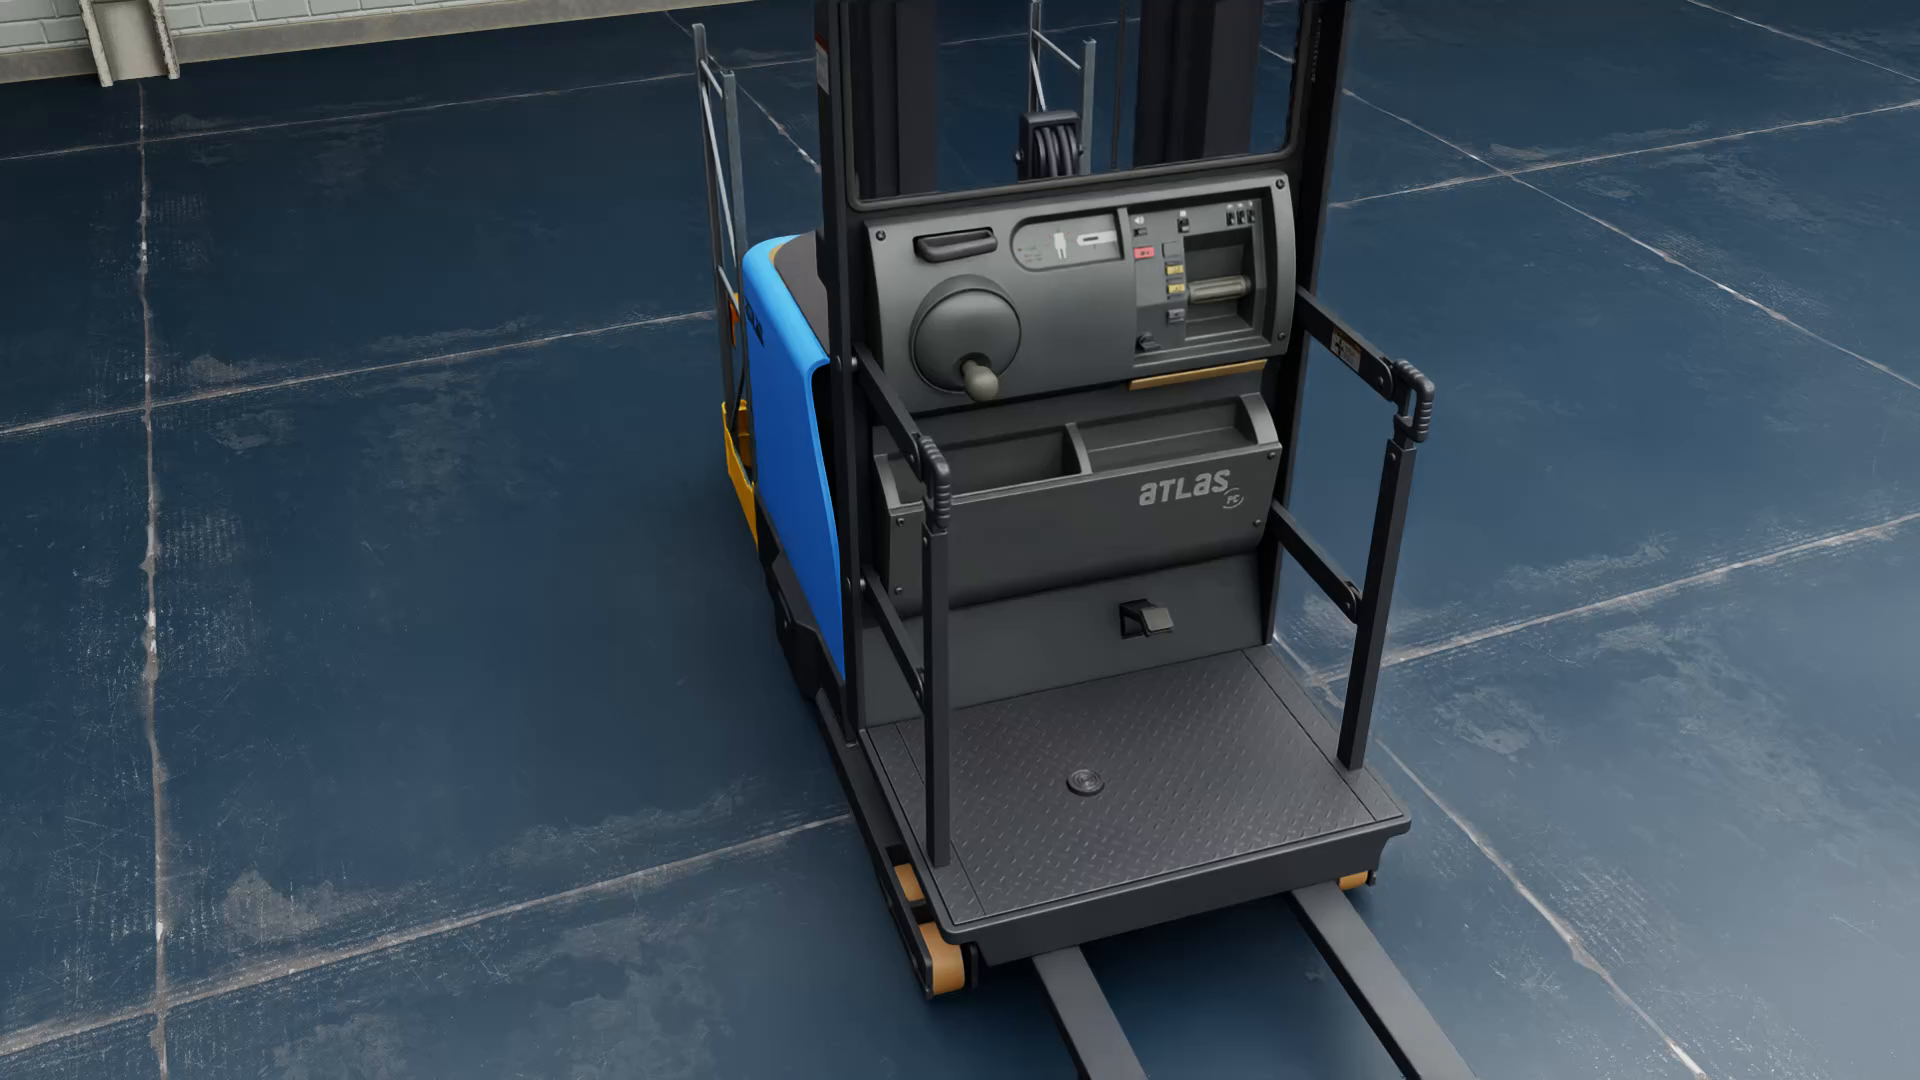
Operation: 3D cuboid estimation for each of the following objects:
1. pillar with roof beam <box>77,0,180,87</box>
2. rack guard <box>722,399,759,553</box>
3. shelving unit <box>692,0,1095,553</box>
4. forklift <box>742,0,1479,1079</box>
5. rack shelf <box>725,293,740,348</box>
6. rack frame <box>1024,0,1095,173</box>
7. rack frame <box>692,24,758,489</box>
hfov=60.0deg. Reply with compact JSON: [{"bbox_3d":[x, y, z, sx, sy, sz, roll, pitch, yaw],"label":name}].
[{"bbox_3d":[-2.875,-4.189,3.437,0.400,9.000,9.100,-13,35,-19],"label":"pillar with roof beam"},{"bbox_3d":[-0.664,-0.204,5.334,0.087,0.250,0.587,-10,34,-14],"label":"rack guard"},{"bbox_3d":[-0.188,-0.808,5.117,1.083,1.500,0.587,-10,34,-14],"label":"shelving unit"},{"bbox_3d":[0.338,-0.469,3.283,1.130,2.935,3.031,-10,34,-15],"label":"forklift"},{"bbox_3d":[-0.197,-0.656,5.213,1.000,0.185,0.538,-10,34,-14],"label":"rack shelf"},{"bbox_3d":[0.289,-0.889,5.241,0.032,1.500,0.500,-10,34,-14],"label":"rack frame"},{"bbox_3d":[-0.682,-0.725,4.989,0.032,1.500,0.500,-10,34,-14],"label":"rack frame"}]
